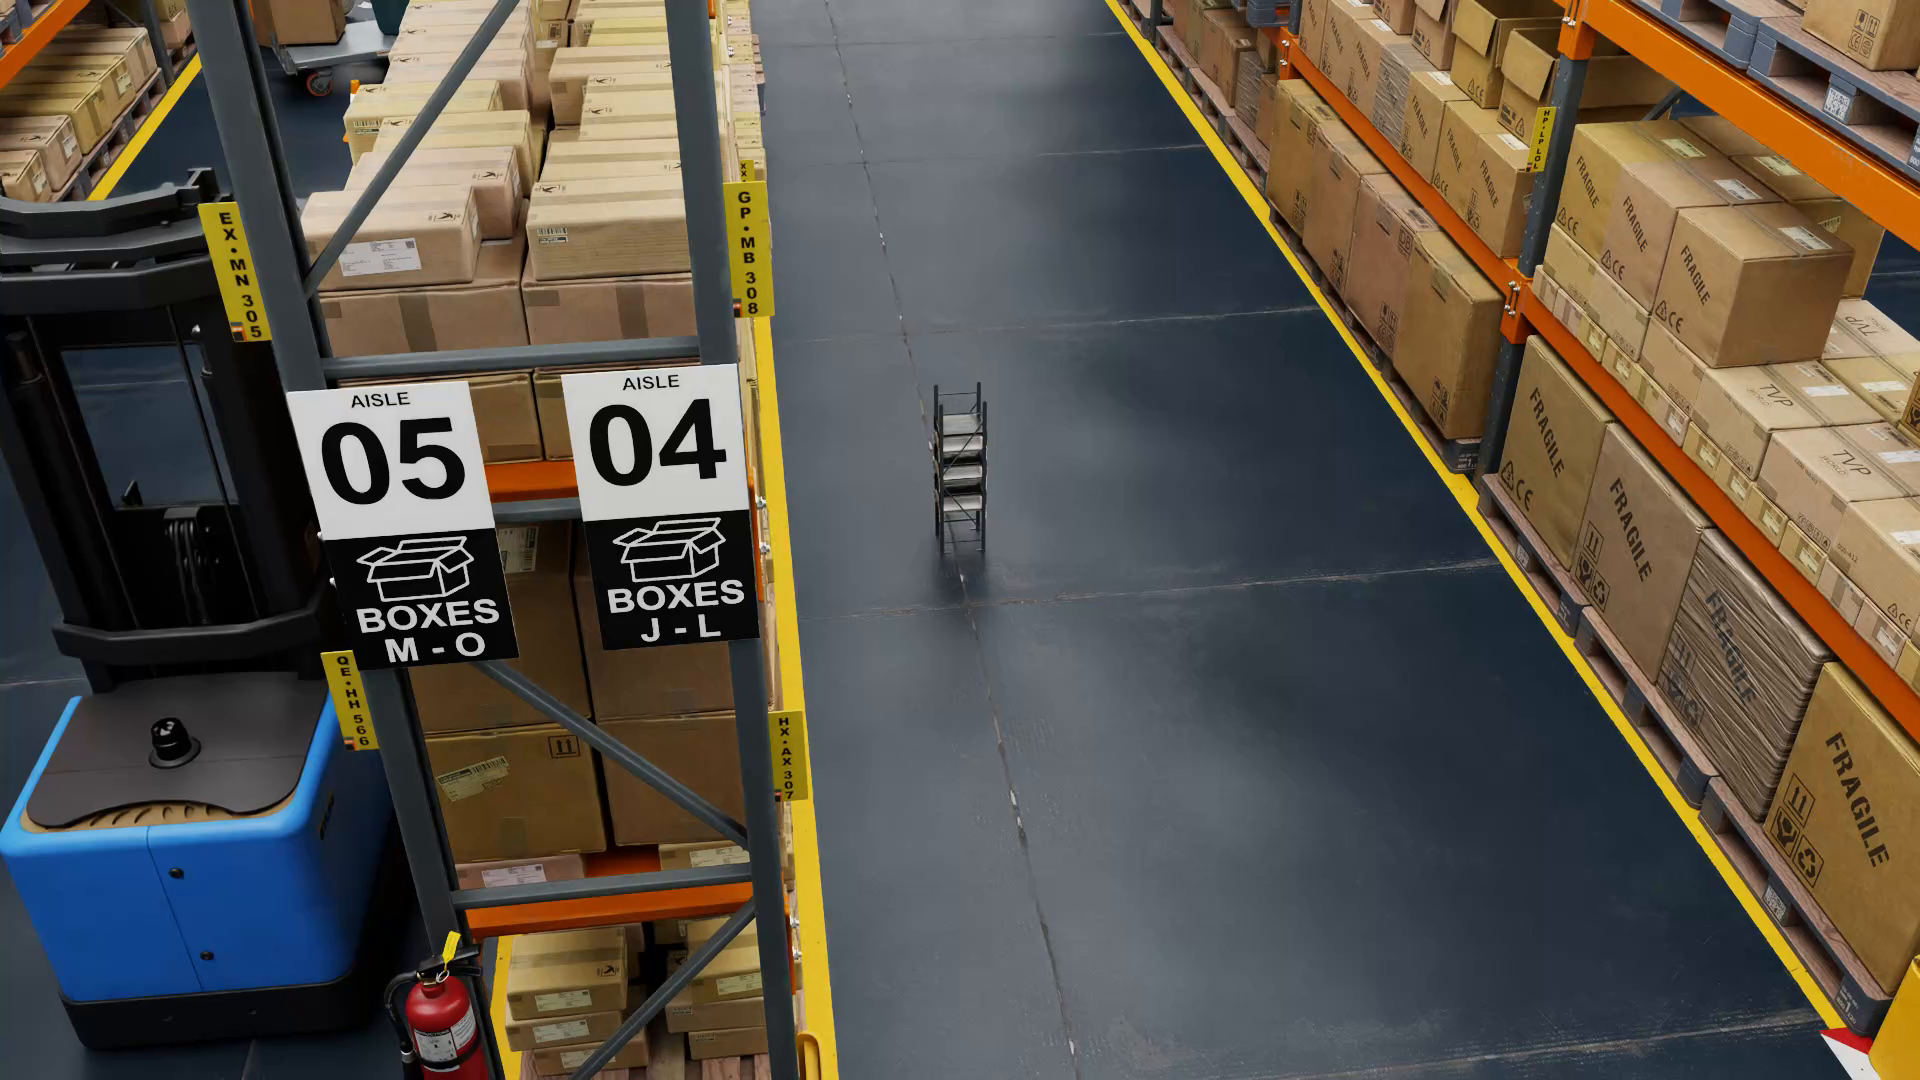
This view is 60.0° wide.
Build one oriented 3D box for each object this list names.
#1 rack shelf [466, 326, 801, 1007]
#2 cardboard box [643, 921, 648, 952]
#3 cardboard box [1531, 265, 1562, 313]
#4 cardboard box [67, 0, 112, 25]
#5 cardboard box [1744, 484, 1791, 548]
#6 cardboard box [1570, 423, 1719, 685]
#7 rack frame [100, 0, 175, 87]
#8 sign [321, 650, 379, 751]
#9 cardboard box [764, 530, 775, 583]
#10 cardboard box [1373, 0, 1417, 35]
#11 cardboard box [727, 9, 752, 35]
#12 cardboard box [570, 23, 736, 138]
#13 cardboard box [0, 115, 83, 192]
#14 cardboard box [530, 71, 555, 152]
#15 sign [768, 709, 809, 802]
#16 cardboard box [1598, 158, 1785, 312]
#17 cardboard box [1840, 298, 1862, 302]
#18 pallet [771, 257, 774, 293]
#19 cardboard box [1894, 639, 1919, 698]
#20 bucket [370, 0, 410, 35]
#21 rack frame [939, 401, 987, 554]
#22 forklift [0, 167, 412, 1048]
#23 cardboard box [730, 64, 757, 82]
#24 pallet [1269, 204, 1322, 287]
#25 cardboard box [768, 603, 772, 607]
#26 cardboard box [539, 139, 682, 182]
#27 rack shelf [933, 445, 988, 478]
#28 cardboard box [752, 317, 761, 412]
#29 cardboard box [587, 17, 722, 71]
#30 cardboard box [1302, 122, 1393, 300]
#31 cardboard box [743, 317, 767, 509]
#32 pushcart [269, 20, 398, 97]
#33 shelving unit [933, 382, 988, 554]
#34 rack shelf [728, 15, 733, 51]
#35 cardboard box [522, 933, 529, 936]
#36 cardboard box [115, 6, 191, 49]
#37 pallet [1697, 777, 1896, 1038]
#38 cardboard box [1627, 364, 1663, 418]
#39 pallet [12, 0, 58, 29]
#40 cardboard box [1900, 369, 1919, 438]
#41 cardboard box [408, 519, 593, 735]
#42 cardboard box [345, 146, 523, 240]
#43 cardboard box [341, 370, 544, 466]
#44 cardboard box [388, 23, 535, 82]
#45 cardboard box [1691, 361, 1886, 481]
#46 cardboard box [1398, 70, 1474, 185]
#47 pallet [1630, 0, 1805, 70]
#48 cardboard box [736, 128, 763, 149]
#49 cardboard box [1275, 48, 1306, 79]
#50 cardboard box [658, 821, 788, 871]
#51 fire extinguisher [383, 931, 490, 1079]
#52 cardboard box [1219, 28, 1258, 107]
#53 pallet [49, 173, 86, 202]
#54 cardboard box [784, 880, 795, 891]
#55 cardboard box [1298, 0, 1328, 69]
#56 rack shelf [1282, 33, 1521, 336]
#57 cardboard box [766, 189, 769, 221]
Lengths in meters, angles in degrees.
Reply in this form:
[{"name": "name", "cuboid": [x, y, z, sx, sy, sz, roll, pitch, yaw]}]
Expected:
[{"name": "rack shelf", "cuboid": [-1.281, 0.176, 6.595, 1.077, 0.370, 4.000, -4, 35, -6]}, {"name": "cardboard box", "cuboid": [-1.375, 1.432, 6.272, 0.380, 0.149, 0.250, -5, 35, -7]}, {"name": "cardboard box", "cuboid": [3.088, -1.262, 8.290, 0.380, 0.149, 0.250, -4, 35, -6]}, {"name": "cardboard box", "cuboid": [-7.863, -4.927, 14.848, 0.500, 0.500, 0.500, -5, 35, -7]}, {"name": "cardboard box", "cuboid": [3.368, -0.109, 6.598, 0.380, 0.149, 0.250, -4, 35, -6]}, {"name": "cardboard box", "cuboid": [3.509, 0.025, 7.692, 0.875, 0.875, 0.875, -4, 35, -6]}, {"name": "rack frame", "cuboid": [-7.518, -5.270, 13.948, 1.000, 3.000, 0.127, -4, 35, -6]}, {"name": "sign", "cuboid": [-1.565, 0.417, 4.294, 0.100, 0.325, 0.005, -4, 35, -6]}, {"name": "cardboard box", "cuboid": [-1.091, 0.095, 7.971, 0.380, 0.149, 0.250, -6, 35, -8]}, {"name": "cardboard box", "cuboid": [3.007, -3.471, 10.329, 0.797, 0.503, 0.637, -4, 34, -5]}, {"name": "cardboard box", "cuboid": [-1.462, -3.111, 10.102, 0.380, 0.149, 0.250, -3, 34, -5]}, {"name": "cardboard box", "cuboid": [-1.011, -1.510, 5.456, 0.500, 0.250, 0.500, -6, 35, -8]}, {"name": "cardboard box", "cuboid": [-7.153, -2.853, 12.362, 0.950, 0.372, 0.625, -5, 35, -7]}, {"name": "cardboard box", "cuboid": [-1.463, -1.198, 4.999, 0.500, 0.250, 0.500, -4, 34, -6]}, {"name": "sign", "cuboid": [-0.475, 0.596, 4.571, 0.100, 0.325, 0.005, -4, 35, -6]}, {"name": "cardboard box", "cuboid": [3.248, -1.365, 7.421, 0.500, 0.500, 0.500, -4, 35, -6]}, {"name": "cardboard box", "cuboid": [3.770, -1.102, 7.701, 0.500, 0.250, 0.500, -3, 34, -5]}, {"name": "pallet", "cuboid": [-1.509, -1.595, 8.726, 1.003, 0.211, 1.213, -4, 35, -6]}, {"name": "cardboard box", "cuboid": [3.505, 0.461, 5.762, 0.380, 0.149, 0.250, -4, 34, -6]}, {"name": "bucket", "cuboid": [-4.929, -4.878, 14.930, 0.726, 0.611, 0.620, 7, 45, 10]}, {"name": "rack frame", "cuboid": [0.015, -0.311, 8.535, 0.240, 0.900, 0.006, -4, 35, -6]}, {"name": "forklift", "cuboid": [-2.865, -0.178, 6.537, 1.130, 2.935, 3.031, -3, 34, -5]}, {"name": "cardboard box", "cuboid": [-1.322, -2.529, 9.247, 0.380, 0.149, 0.250, -3, 34, -5]}, {"name": "pallet", "cuboid": [2.872, -2.190, 11.905, 1.003, 0.211, 1.213, -4, 35, -6]}, {"name": "cardboard box", "cuboid": [-0.996, 0.423, 7.225, 0.380, 0.149, 0.250, -6, 35, -8]}, {"name": "cardboard box", "cuboid": [-0.847, -0.895, 4.200, 0.380, 0.149, 0.250, -3, 34, -4]}, {"name": "rack shelf", "cuboid": [0.001, -0.414, 8.587, 0.258, 0.077, 0.200, -4, 35, -6]}, {"name": "cardboard box", "cuboid": [-1.137, -0.863, 7.128, 0.500, 0.500, 0.500, -5, 35, -8]}, {"name": "cardboard box", "cuboid": [-0.924, -1.478, 5.056, 0.380, 0.149, 0.250, -3, 34, -5]}, {"name": "cardboard box", "cuboid": [3.025, -2.199, 10.956, 1.225, 0.875, 0.875, -4, 35, -6]}, {"name": "cardboard box", "cuboid": [-0.932, -0.426, 5.599, 0.500, 0.500, 0.500, -5, 35, -7]}, {"name": "pushcart", "cuboid": [-5.265, -4.387, 14.981, 1.648, 0.377, 0.936, -16, 38, -23]}, {"name": "shelving unit", "cuboid": [0.001, -0.367, 8.619, 0.258, 0.900, 0.210, -4, 35, -6]}, {"name": "rack shelf", "cuboid": [-1.819, -3.295, 9.026, 1.077, 0.370, 4.000, -4, 35, -6]}, {"name": "cardboard box", "cuboid": [-1.438, 1.314, 6.181, 0.380, 0.149, 0.250, -6, 35, -8]}, {"name": "cardboard box", "cuboid": [-7.329, -4.657, 15.117, 0.500, 0.250, 0.500, -6, 35, -9]}, {"name": "pallet", "cuboid": [3.731, 1.388, 6.655, 1.003, 0.211, 1.213, -4, 35, -6]}, {"name": "cardboard box", "cuboid": [3.231, -0.679, 7.435, 0.380, 0.149, 0.250, -5, 35, -7]}, {"name": "pallet", "cuboid": [-7.287, -4.060, 12.343, 1.003, 0.211, 1.213, -4, 35, -6]}, {"name": "cardboard box", "cuboid": [3.976, -0.551, 6.227, 0.500, 0.500, 0.500, -5, 35, -8]}, {"name": "cardboard box", "cuboid": [-1.320, 0.181, 4.708, 0.500, 0.500, 0.500, -5, 35, -7]}, {"name": "cardboard box", "cuboid": [-1.306, -0.860, 4.149, 0.380, 0.149, 0.250, -4, 34, -6]}, {"name": "cardboard box", "cuboid": [-1.336, -0.416, 4.295, 0.500, 0.250, 0.500, -5, 35, -7]}, {"name": "cardboard box", "cuboid": [-1.489, -1.434, 4.991, 0.380, 0.149, 0.250, -4, 34, -5]}, {"name": "cardboard box", "cuboid": [3.378, -0.493, 6.807, 0.500, 0.250, 0.500, -4, 35, -6]}, {"name": "cardboard box", "cuboid": [2.908, -2.406, 9.656, 0.500, 0.500, 0.500, -5, 35, -7]}, {"name": "pallet", "cuboid": [3.478, -2.302, 7.008, 1.003, 0.211, 1.213, -4, 35, -6]}, {"name": "cardboard box", "cuboid": [-1.191, -1.962, 8.417, 0.380, 0.149, 0.250, -3, 34, -5]}, {"name": "cardboard box", "cuboid": [2.720, -3.619, 12.688, 0.500, 0.250, 0.500, -3, 34, -4]}, {"name": "cardboard box", "cuboid": [-0.731, 0.893, 5.127, 0.380, 0.149, 0.250, -5, 35, -7]}, {"name": "fire extinguisher", "cuboid": [-1.436, 1.357, 4.624, 0.296, 0.674, 0.183, -4, 35, -6]}, {"name": "cardboard box", "cuboid": [2.560, -3.934, 13.817, 0.700, 0.500, 0.500, -2, 34, -2]}, {"name": "pallet", "cuboid": [-7.083, -2.322, 12.098, 1.003, 0.211, 1.213, -4, 35, -6]}, {"name": "cardboard box", "cuboid": [-0.848, 1.254, 6.533, 0.380, 0.149, 0.250, -4, 34, -6]}, {"name": "cardboard box", "cuboid": [2.636, -3.538, 11.318, 0.500, 0.500, 0.500, -3, 34, -5]}, {"name": "rack shelf", "cuboid": [3.109, -2.375, 10.339, 1.077, 0.370, 4.000, -4, 35, -6]}, {"name": "cardboard box", "cuboid": [-1.147, -1.684, 8.273, 0.380, 0.149, 0.250, -4, 34, -6]}]
